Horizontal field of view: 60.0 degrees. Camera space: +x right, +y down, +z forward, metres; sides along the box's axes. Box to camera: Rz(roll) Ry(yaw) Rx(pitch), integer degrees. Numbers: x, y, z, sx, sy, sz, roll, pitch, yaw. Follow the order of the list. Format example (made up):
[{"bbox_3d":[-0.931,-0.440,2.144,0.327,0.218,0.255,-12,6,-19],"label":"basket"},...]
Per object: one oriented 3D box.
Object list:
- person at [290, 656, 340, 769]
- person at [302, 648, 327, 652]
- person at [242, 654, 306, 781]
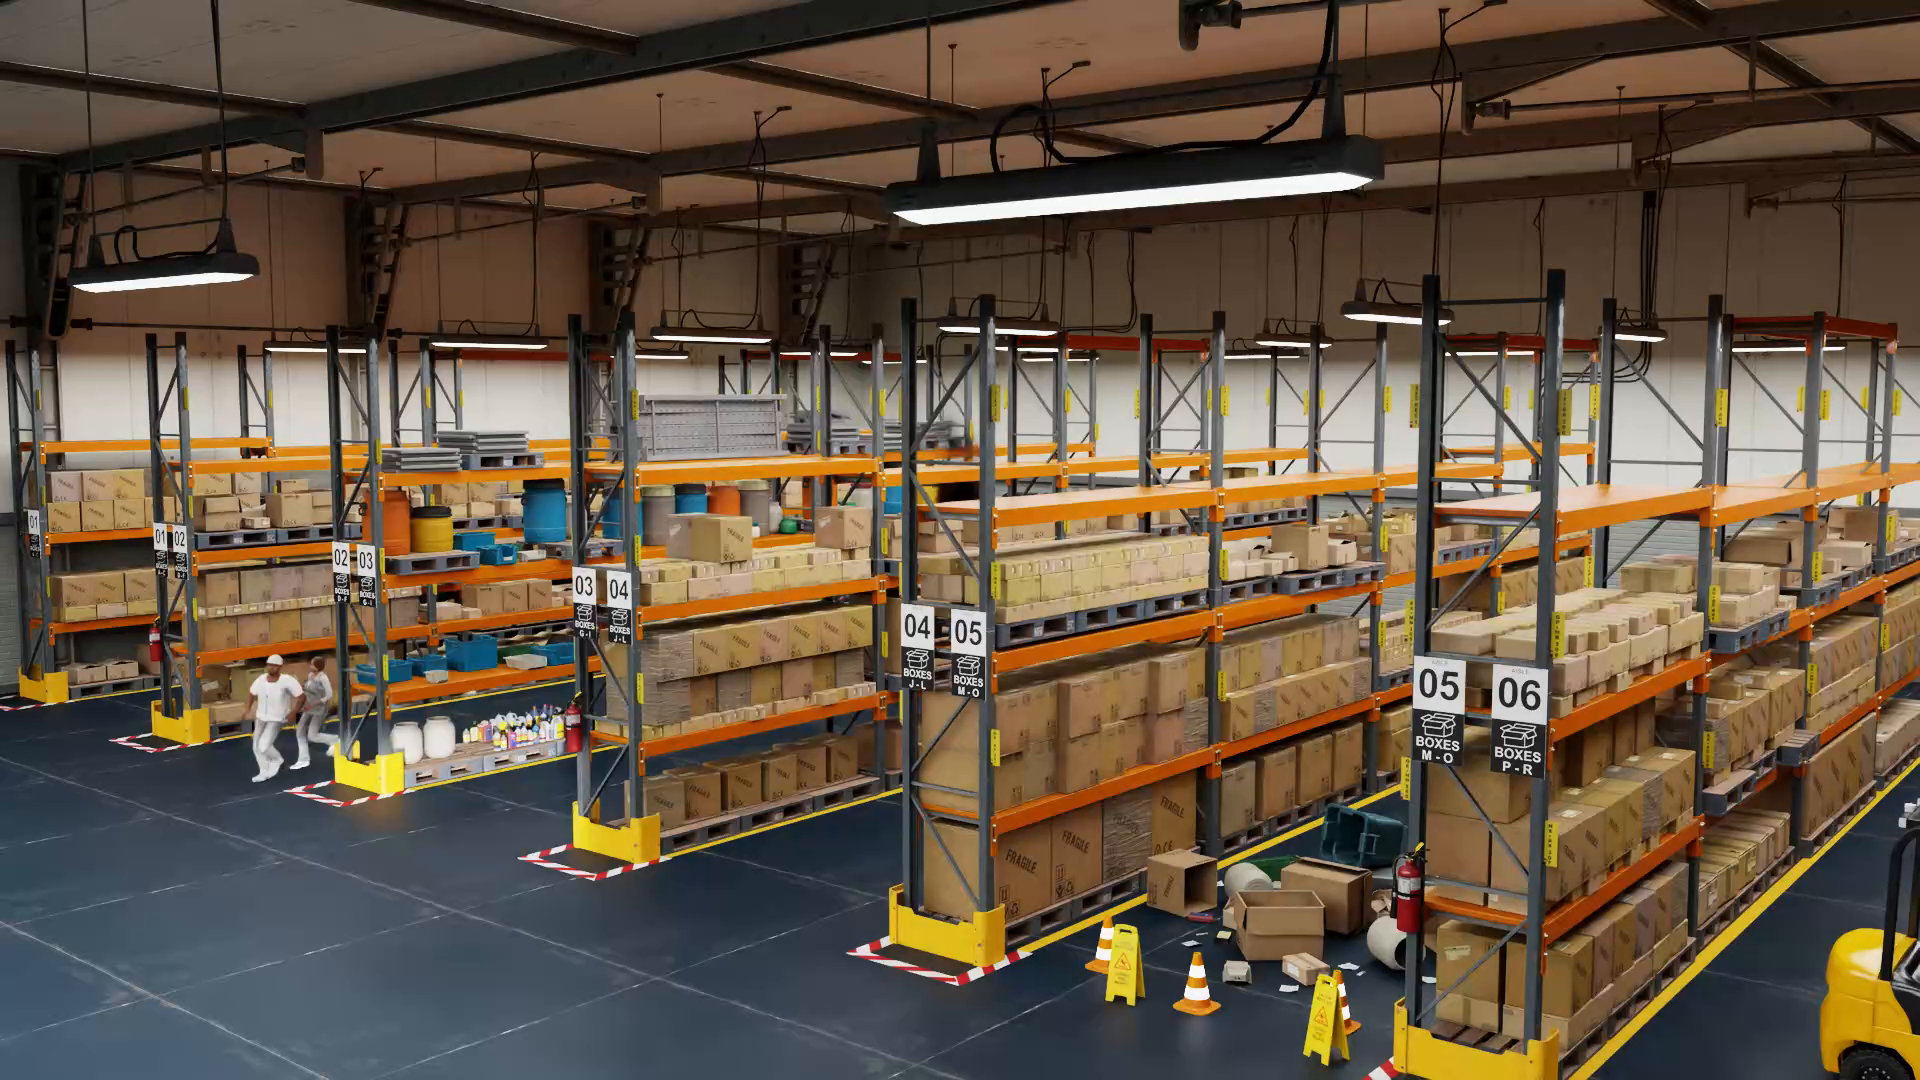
[{"bbox_3d":[-8.798,2.353,22.789,0.580,1.560,0.714,4,6,37],"label":"person"},{"bbox_3d":[-10.921,1.745,28.156,0.633,1.740,0.617,2,6,26],"label":"person"},{"bbox_3d":[-9.061,2.350,21.858,0.763,1.701,0.515,1,5,13],"label":"person"}]
